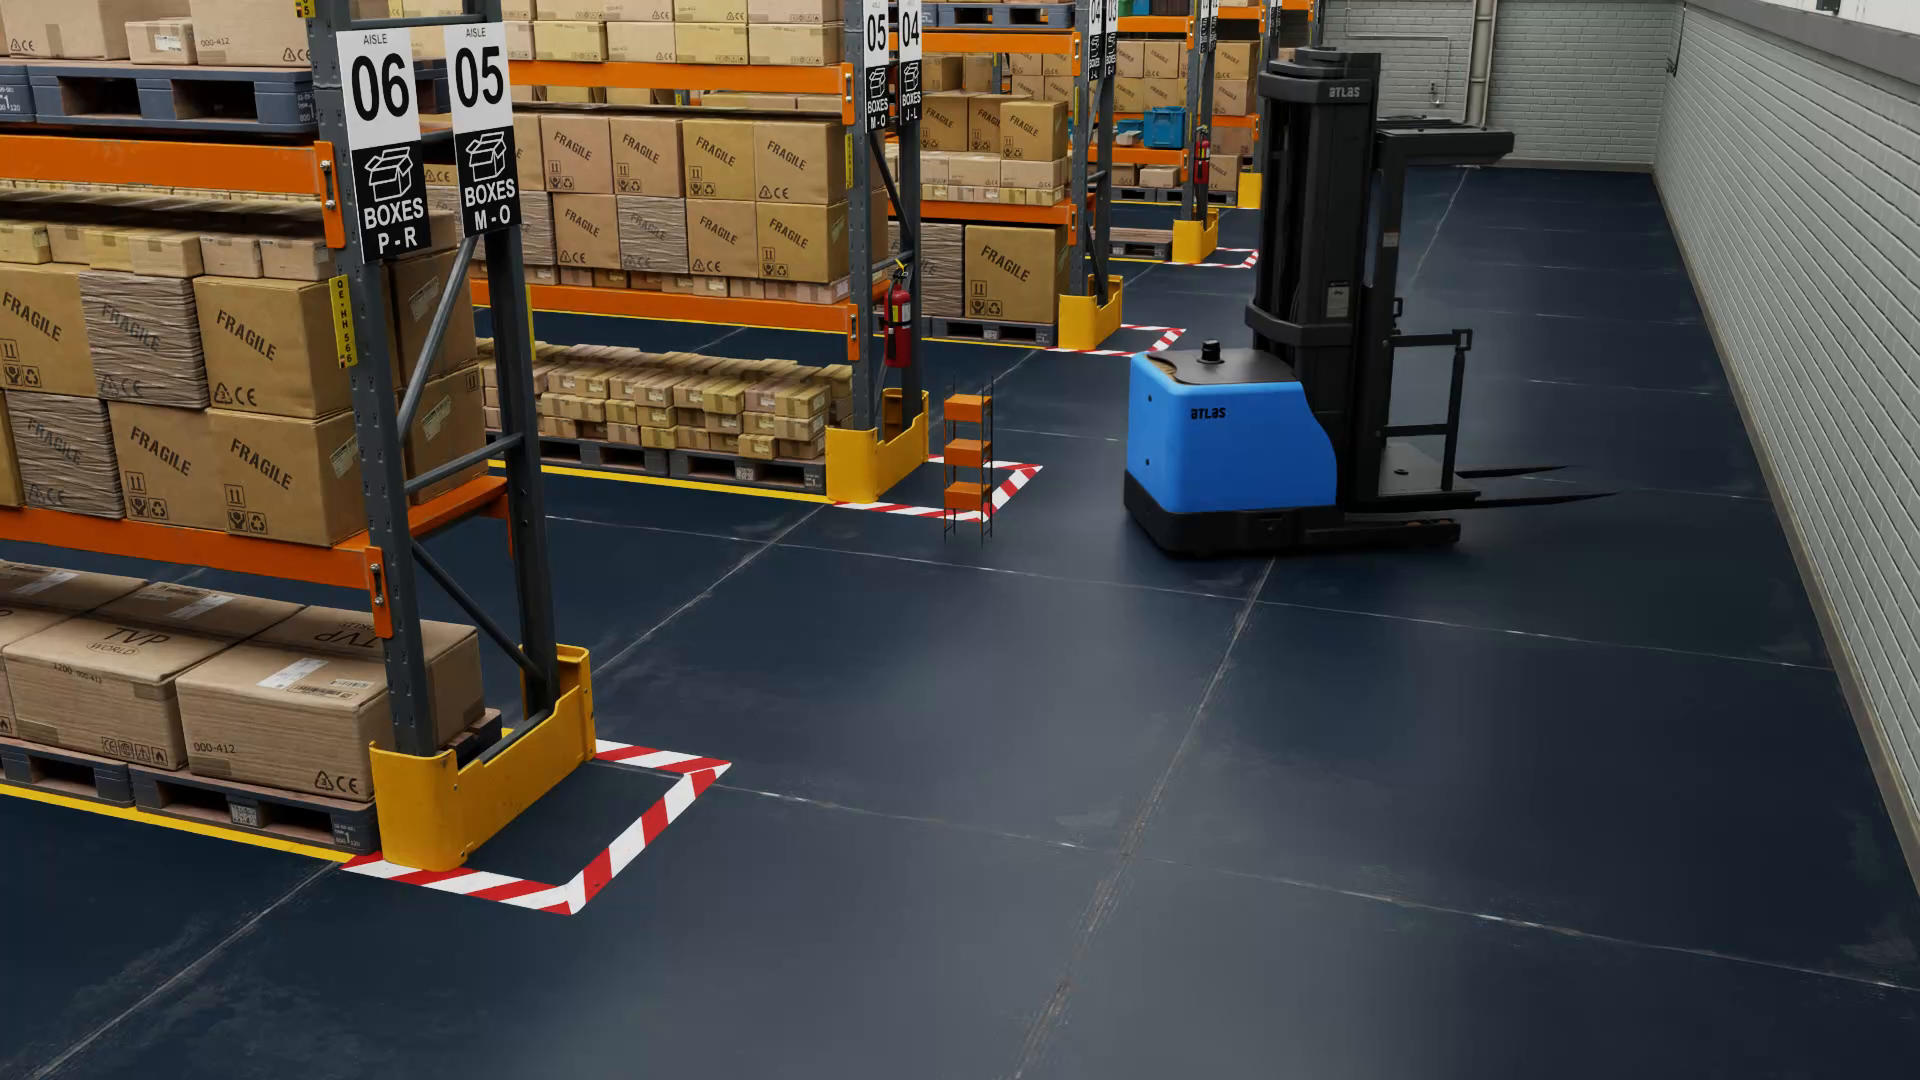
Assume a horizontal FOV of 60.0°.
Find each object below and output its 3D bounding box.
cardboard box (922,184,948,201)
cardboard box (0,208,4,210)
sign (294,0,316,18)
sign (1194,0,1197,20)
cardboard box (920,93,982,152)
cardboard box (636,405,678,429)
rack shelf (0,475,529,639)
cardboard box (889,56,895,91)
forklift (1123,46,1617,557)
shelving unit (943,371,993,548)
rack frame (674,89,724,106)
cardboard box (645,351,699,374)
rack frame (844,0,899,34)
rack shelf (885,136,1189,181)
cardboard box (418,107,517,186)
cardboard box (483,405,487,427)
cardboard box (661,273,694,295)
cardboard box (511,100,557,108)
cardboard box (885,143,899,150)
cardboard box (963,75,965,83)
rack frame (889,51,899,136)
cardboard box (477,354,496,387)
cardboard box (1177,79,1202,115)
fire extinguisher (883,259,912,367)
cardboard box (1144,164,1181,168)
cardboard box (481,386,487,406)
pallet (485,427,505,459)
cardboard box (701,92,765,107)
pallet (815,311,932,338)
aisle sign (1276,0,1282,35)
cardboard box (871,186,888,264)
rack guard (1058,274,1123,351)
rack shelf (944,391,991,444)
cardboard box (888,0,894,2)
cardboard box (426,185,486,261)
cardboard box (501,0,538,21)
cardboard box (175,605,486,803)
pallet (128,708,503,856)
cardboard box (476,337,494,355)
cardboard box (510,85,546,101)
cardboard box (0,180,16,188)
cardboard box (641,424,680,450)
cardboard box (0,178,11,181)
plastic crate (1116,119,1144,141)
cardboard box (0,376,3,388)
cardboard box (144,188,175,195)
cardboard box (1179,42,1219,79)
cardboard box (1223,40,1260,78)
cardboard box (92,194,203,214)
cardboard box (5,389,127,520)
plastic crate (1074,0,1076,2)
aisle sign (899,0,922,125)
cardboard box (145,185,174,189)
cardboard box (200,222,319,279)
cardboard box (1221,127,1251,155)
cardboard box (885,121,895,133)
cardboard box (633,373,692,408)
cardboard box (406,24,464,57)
[{"bbox_3d":[-0.177,-3.300,15.692,0.250,0.149,0.380,6,20,17],"label":"cardboard box"},{"bbox_3d":[-4.152,-1.264,6.813,0.250,0.149,0.380,7,20,18],"label":"cardboard box"},{"bbox_3d":[-2.211,-1.922,5.573,0.005,0.325,0.100,7,20,18],"label":"sign"},{"bbox_3d":[2.693,-6.107,18.964,0.005,0.325,0.100,7,20,18],"label":"sign"},{"bbox_3d":[-0.096,-4.041,16.071,0.500,0.500,0.500,6,20,17],"label":"cardboard box"},{"bbox_3d":[-2.067,-0.910,11.694,0.250,0.149,0.380,7,20,19],"label":"cardboard box"},{"bbox_3d":[-3.909,-0.168,7.417,4.000,0.370,1.077,7,20,18],"label":"rack shelf"},{"bbox_3d":[-0.980,-7.302,26.000,0.500,0.500,0.700,1,19,4],"label":"cardboard box"},{"bbox_3d":[2.633,-1.495,10.236,3.031,2.935,1.130,-3,19,-9],"label":"forklift"},{"bbox_3d":[0.051,-0.490,10.210,0.252,1.050,0.215,7,20,18],"label":"shelving unit"},{"bbox_3d":[-2.546,-3.805,16.758,0.127,3.000,1.000,7,20,18],"label":"rack frame"},{"bbox_3d":[-2.123,-1.273,12.284,0.250,0.149,0.380,7,20,19],"label":"cardboard box"},{"bbox_3d":[-0.490,-4.675,10.138,0.127,3.000,1.000,7,20,18],"label":"rack frame"},{"bbox_3d":[0.969,-4.789,20.675,4.000,0.370,1.077,7,20,18],"label":"rack shelf"},{"bbox_3d":[-3.428,-2.758,11.631,0.500,0.500,0.500,6,20,16],"label":"cardboard box"},{"bbox_3d":[-3.527,-0.947,12.253,0.250,0.149,0.380,6,20,18],"label":"cardboard box"},{"bbox_3d":[-1.843,-1.789,11.357,0.250,0.149,0.380,6,20,16],"label":"cardboard box"},{"bbox_3d":[-3.246,-2.913,12.076,0.500,0.500,0.500,6,20,16],"label":"cardboard box"},{"bbox_3d":[-0.593,-3.743,16.355,0.500,0.250,0.500,6,20,17],"label":"cardboard box"},{"bbox_3d":[0.240,-8.478,30.516,0.250,0.149,0.380,7,20,18],"label":"cardboard box"},{"bbox_3d":[-0.920,-5.345,21.176,0.127,3.000,1.000,7,20,18],"label":"rack frame"},{"bbox_3d":[-3.516,-1.245,12.203,0.250,0.149,0.380,6,20,17],"label":"cardboard box"},{"bbox_3d":[3.484,-6.519,24.391,0.500,0.500,0.500,7,20,19],"label":"cardboard box"},{"bbox_3d":[-0.404,-1.458,10.710,0.183,0.674,0.296,7,20,18],"label":"fire extinguisher"},{"bbox_3d":[3.122,-5.617,25.465,0.500,0.250,0.500,7,20,18],"label":"cardboard box"},{"bbox_3d":[-3.521,-1.113,12.277,0.250,0.149,0.380,6,20,18],"label":"cardboard box"},{"bbox_3d":[-3.623,-0.896,12.648,1.213,0.211,1.003,7,20,18],"label":"pallet"},{"bbox_3d":[-2.177,-4.098,16.234,0.500,0.500,0.500,7,20,18],"label":"cardboard box"},{"bbox_3d":[-0.697,-2.251,16.535,1.213,0.211,1.003,7,20,18],"label":"pallet"},{"bbox_3d":[4.648,-7.764,24.167,0.004,0.787,0.394,7,20,18],"label":"aisle sign"},{"bbox_3d":[-0.824,-2.164,11.446,0.500,0.500,0.500,8,21,21],"label":"cardboard box"},{"bbox_3d":[1.255,-2.190,15.923,0.348,0.500,1.175,7,20,18],"label":"rack guard"},{"bbox_3d":[0.051,-0.748,10.120,0.240,0.259,0.215,7,20,18],"label":"rack shelf"},{"bbox_3d":[-0.833,-5.288,15.514,0.500,0.500,0.700,7,21,20],"label":"cardboard box"},{"bbox_3d":[-3.414,-2.278,11.775,0.500,0.500,0.500,7,20,18],"label":"cardboard box"},{"bbox_3d":[-2.953,-3.615,11.124,0.500,0.250,0.500,7,20,19],"label":"cardboard box"},{"bbox_3d":[-2.676,0.680,7.147,0.875,0.438,0.875,6,20,16],"label":"cardboard box"},{"bbox_3d":[-2.800,0.963,7.316,1.213,0.211,1.003,7,20,18],"label":"pallet"},{"bbox_3d":[-3.593,-1.434,12.746,0.250,0.149,0.380,7,20,19],"label":"cardboard box"},{"bbox_3d":[-4.388,-4.532,17.169,0.637,0.503,0.797,7,20,20],"label":"cardboard box"},{"bbox_3d":[-7.400,-2.783,13.117,0.250,0.149,0.380,8,21,21],"label":"cardboard box"},{"bbox_3d":[-2.052,-0.768,11.739,0.250,0.149,0.380,6,20,16],"label":"cardboard box"},{"bbox_3d":[-7.420,-2.928,13.082,0.250,0.149,0.380,6,20,17],"label":"cardboard box"},{"bbox_3d":[2.111,-5.062,20.529,0.300,0.233,0.416,7,20,18],"label":"plastic crate"},{"bbox_3d":[-3.997,-0.946,6.885,0.500,0.500,0.500,6,20,18],"label":"cardboard box"},{"bbox_3d":[-5.956,-2.617,12.641,0.250,0.149,0.380,7,20,18],"label":"cardboard box"},{"bbox_3d":[3.499,-6.989,24.221,0.500,0.500,0.500,7,20,20],"label":"cardboard box"},{"bbox_3d":[4.155,-7.102,24.545,0.500,0.500,0.500,7,20,20],"label":"cardboard box"},{"bbox_3d":[-3.484,-1.387,7.163,0.250,0.149,0.380,7,20,19],"label":"cardboard box"},{"bbox_3d":[-3.520,-0.420,6.896,0.500,0.500,0.500,7,20,20],"label":"cardboard box"},{"bbox_3d":[1.505,-6.551,20.172,0.767,0.338,0.504,7,20,18],"label":"plastic crate"},{"bbox_3d":[-0.323,-3.155,10.943,0.004,0.787,0.394,7,20,18],"label":"aisle sign"},{"bbox_3d":[-5.943,-2.758,12.595,0.250,0.149,0.380,6,20,16],"label":"cardboard box"},{"bbox_3d":[-2.672,-1.114,6.381,0.250,0.149,0.380,7,20,19],"label":"cardboard box"},{"bbox_3d":[4.943,-7.110,29.399,0.500,0.500,0.700,6,20,18],"label":"cardboard box"},{"bbox_3d":[-1.087,-6.556,26.641,0.500,0.250,0.500,6,20,17],"label":"cardboard box"},{"bbox_3d":[-2.074,-1.046,11.632,0.250,0.149,0.380,7,21,20],"label":"cardboard box"},{"bbox_3d":[-3.442,-3.436,11.370,0.500,0.250,0.500,6,20,17],"label":"cardboard box"}]
